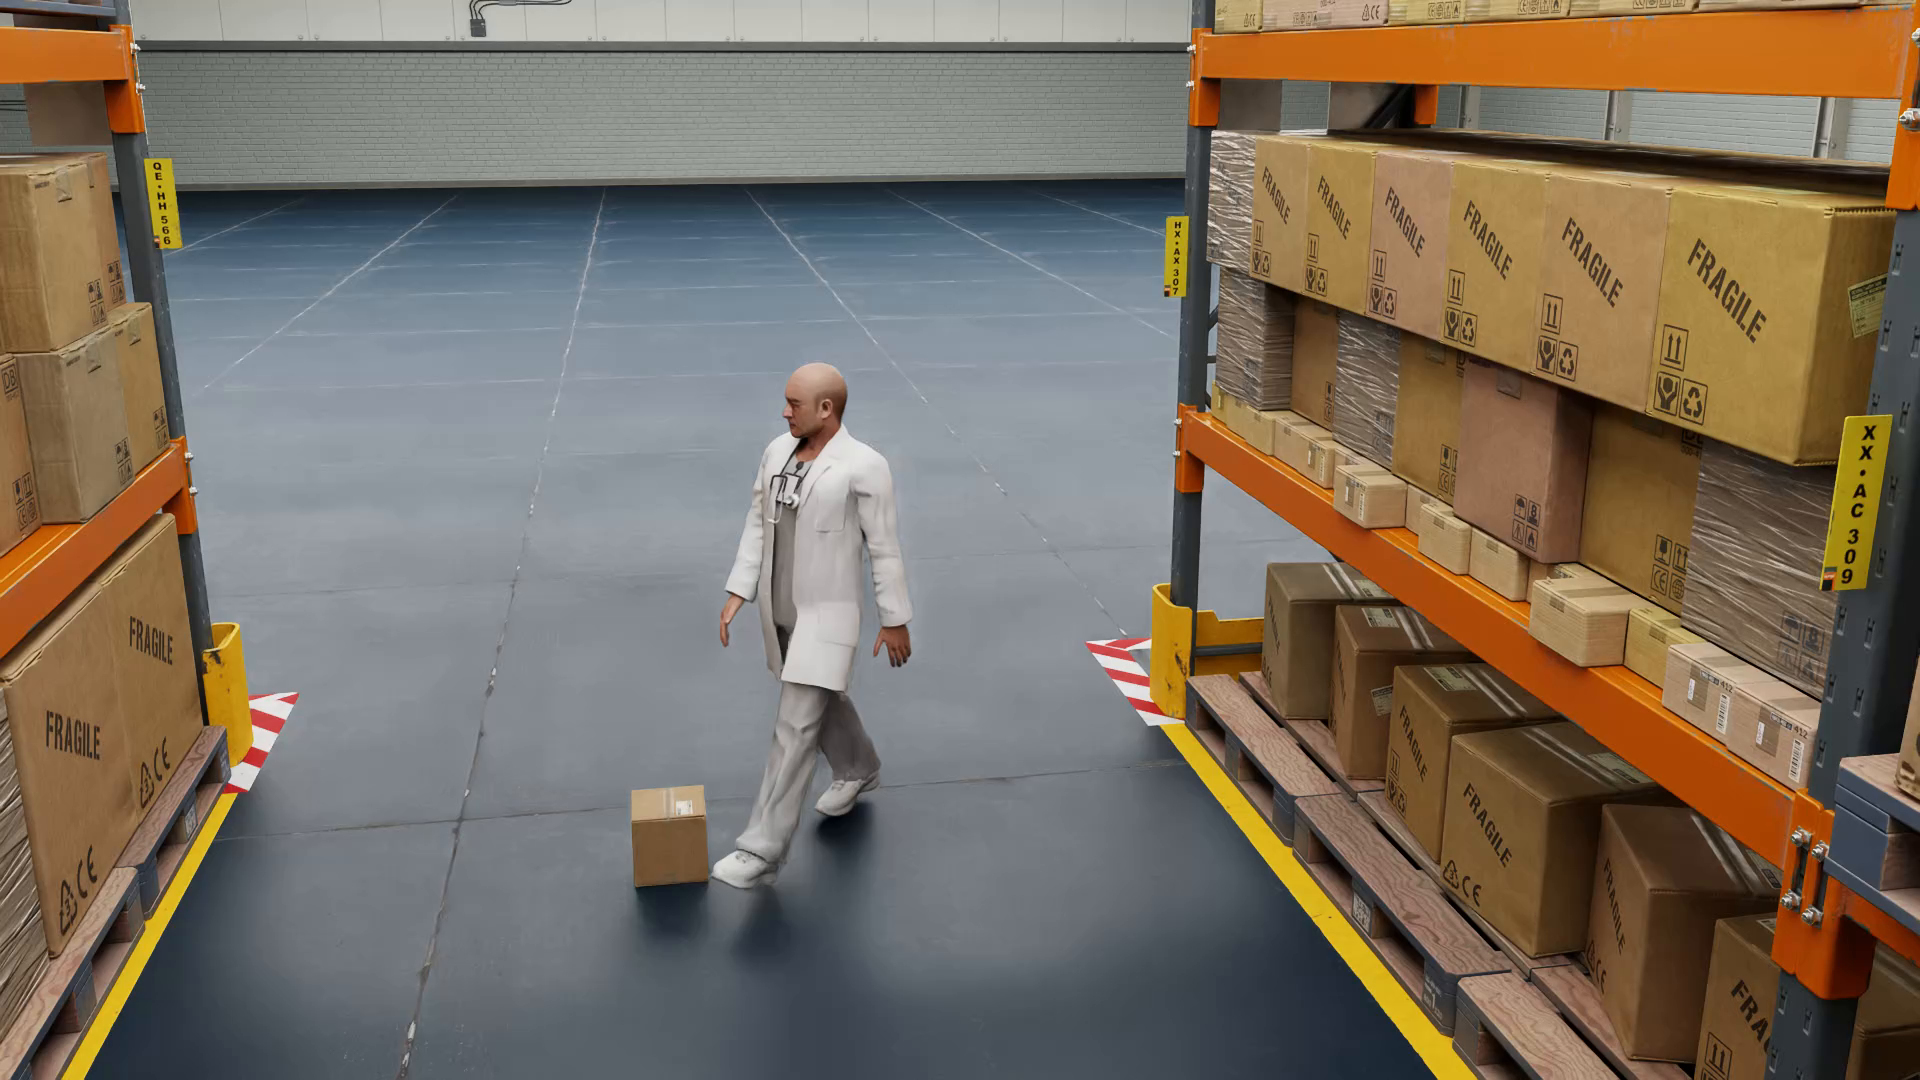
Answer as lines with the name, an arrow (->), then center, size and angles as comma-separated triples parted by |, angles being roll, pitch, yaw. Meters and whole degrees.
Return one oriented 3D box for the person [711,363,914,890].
person -> -0.573, 0.261, 5.693 | 0.626, 1.720, 1.089 | 14, 21, 40
